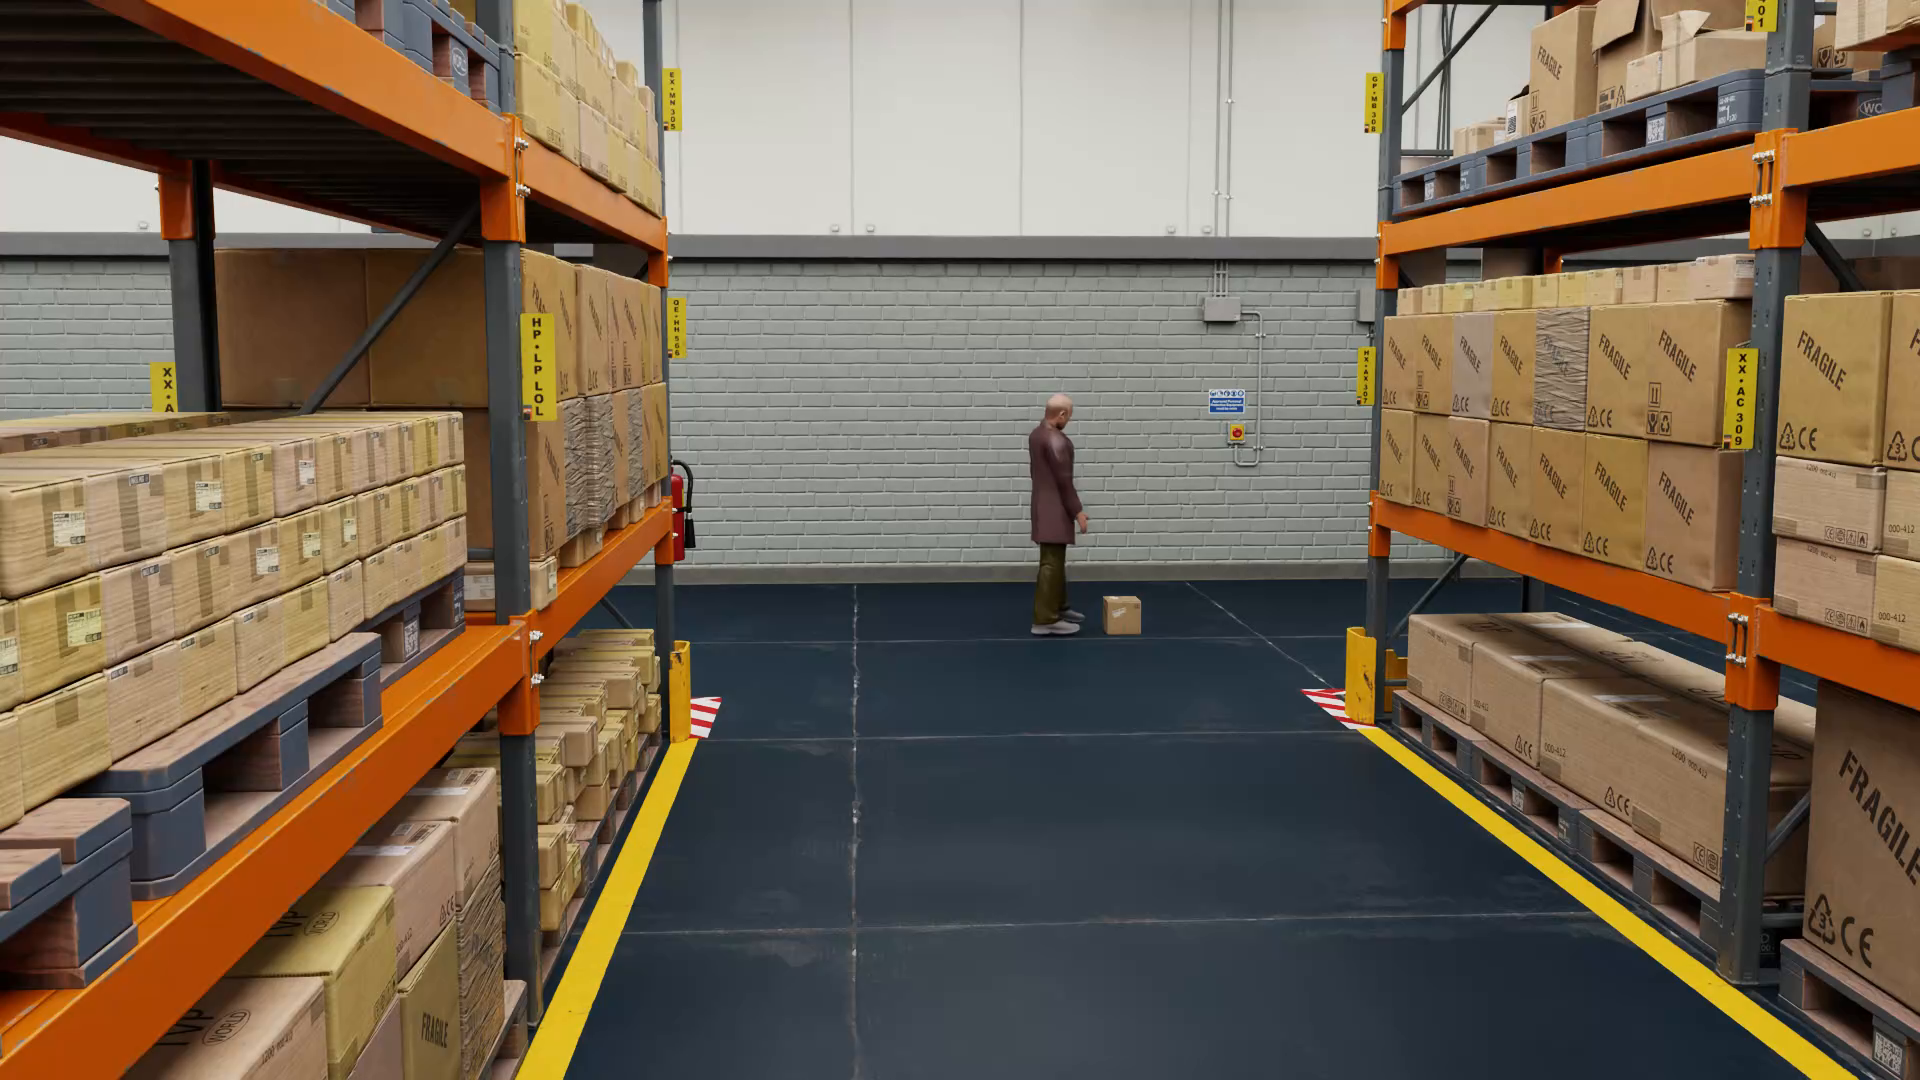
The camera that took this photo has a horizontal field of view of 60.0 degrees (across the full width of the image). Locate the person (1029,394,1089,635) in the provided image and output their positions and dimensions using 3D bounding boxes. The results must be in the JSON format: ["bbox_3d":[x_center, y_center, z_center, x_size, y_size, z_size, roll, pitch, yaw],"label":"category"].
[{"bbox_3d":[0.757,-0.206,12.479,0.573,1.773,0.710,-1,7,-13],"label":"person"}]
